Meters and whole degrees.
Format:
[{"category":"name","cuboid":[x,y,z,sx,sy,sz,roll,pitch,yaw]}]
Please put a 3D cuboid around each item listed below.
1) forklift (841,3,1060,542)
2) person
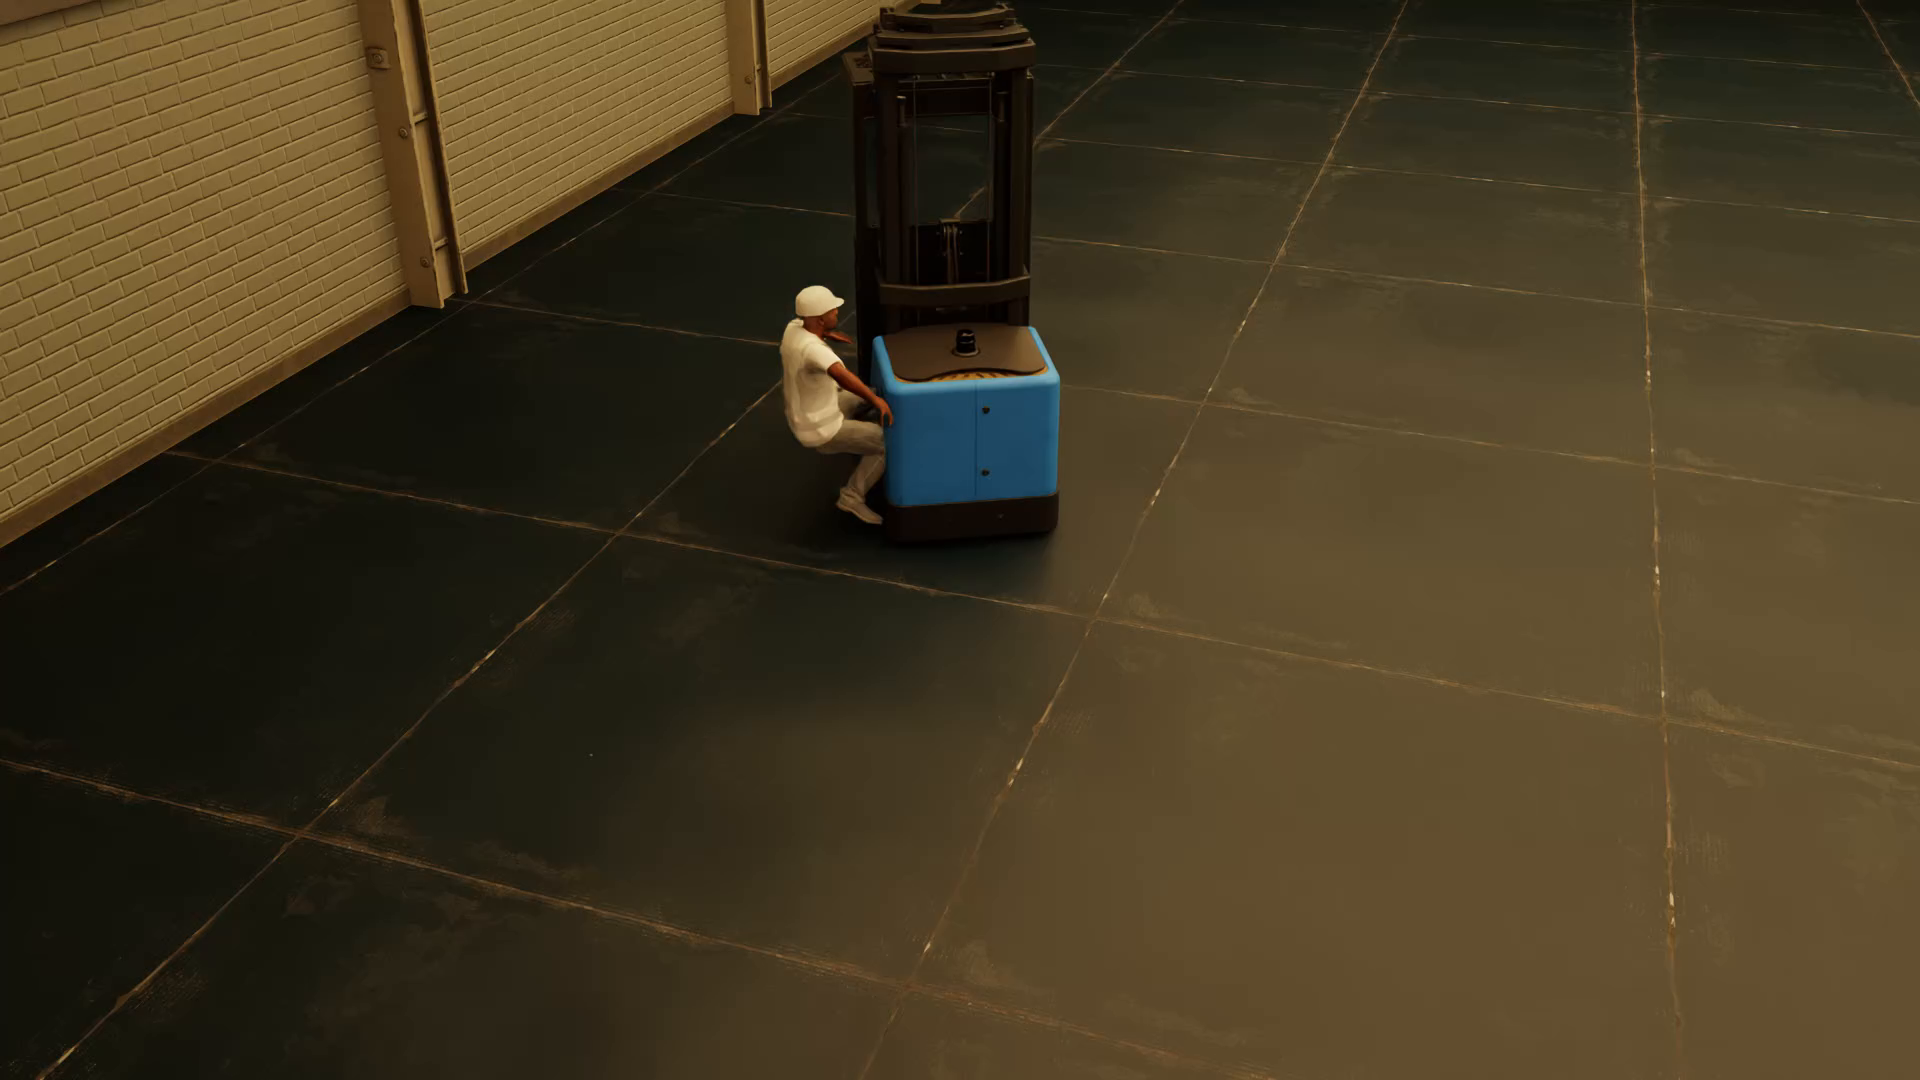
[{"category":"forklift","cuboid":[-0.140,-1.971,10.595,1.130,2.935,3.031,-4,30,-8]},{"category":"person","cuboid":[-0.631,-0.820,9.894,0.842,1.500,1.186,-11,32,-19]}]
